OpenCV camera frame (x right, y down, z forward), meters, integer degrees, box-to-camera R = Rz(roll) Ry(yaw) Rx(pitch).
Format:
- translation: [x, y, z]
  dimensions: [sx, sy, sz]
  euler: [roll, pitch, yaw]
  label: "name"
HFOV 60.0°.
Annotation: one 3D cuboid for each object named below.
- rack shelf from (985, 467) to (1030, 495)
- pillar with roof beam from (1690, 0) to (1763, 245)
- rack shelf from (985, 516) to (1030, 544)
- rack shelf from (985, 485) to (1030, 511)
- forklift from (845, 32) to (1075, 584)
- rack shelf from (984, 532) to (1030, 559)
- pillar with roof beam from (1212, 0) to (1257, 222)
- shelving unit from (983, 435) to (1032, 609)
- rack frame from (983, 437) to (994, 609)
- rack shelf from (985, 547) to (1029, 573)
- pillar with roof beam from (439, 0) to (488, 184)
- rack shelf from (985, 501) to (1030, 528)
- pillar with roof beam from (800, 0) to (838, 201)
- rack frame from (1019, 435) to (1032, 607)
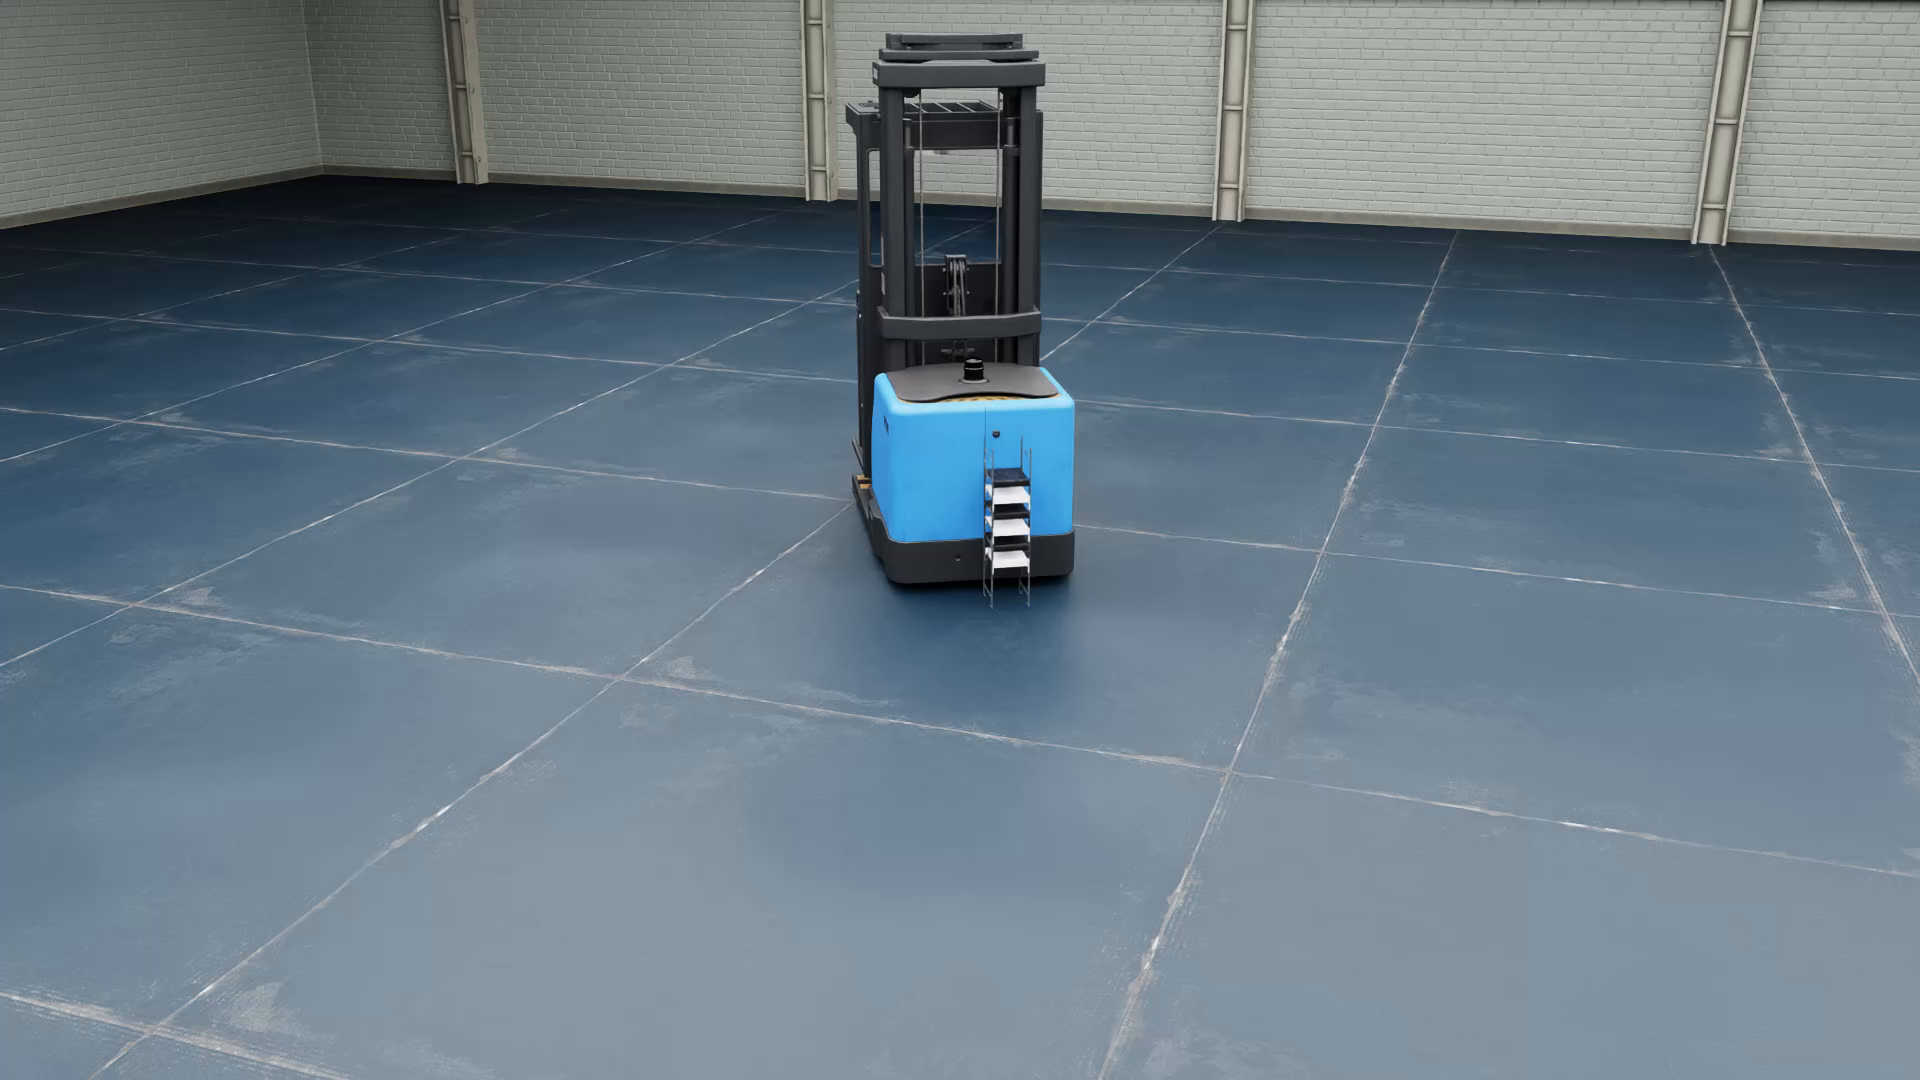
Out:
- translation: [0.252, -0.318, 8.903]
  dimensions: [0.200, 0.077, 0.258]
  euler: [-3, 20, -10]
  label: "rack shelf"
- translation: [7.898, -6.615, 15.383]
  dimensions: [0.400, 9.000, 9.100]
  euler: [7, 20, 18]
  label: "pillar with roof beam"
- translation: [0.252, -0.063, 8.992]
  dimensions: [0.200, 0.077, 0.258]
  euler: [-3, 20, -10]
  label: "rack shelf"
- translation: [0.252, -0.233, 8.933]
  dimensions: [0.200, 0.077, 0.258]
  euler: [-3, 20, -10]
  label: "rack shelf"
- translation: [-0.099, -1.589, 10.182]
  dimensions: [1.130, 2.935, 3.031]
  euler: [-3, 19, -9]
  label: "forklift"
- translation: [0.252, 0.022, 9.022]
  dimensions: [0.200, 0.077, 0.258]
  euler: [-3, 20, -10]
  label: "rack shelf"
- translation: [2.230, -7.263, 17.242]
  dimensions: [0.400, 9.000, 9.100]
  euler: [7, 20, 18]
  label: "pillar with roof beam"
- translation: [0.252, -0.095, 8.981]
  dimensions: [0.210, 0.900, 0.258]
  euler: [-3, 20, -10]
  label: "shelving unit"
- translation: [0.152, -0.089, 8.964]
  dimensions: [0.006, 0.900, 0.240]
  euler: [-3, 20, -10]
  label: "rack frame"
- translation: [0.252, 0.107, 9.051]
  dimensions: [0.200, 0.077, 0.258]
  euler: [-3, 20, -10]
  label: "rack shelf"
- translation: [-9.106, -8.560, 20.960]
  dimensions: [0.400, 9.000, 9.100]
  euler: [7, 20, 18]
  label: "pillar with roof beam"
- translation: [0.252, -0.148, 8.962]
  dimensions: [0.200, 0.077, 0.258]
  euler: [-3, 20, -10]
  label: "rack shelf"
- translation: [-3.438, -7.911, 19.101]
  dimensions: [0.400, 9.000, 9.100]
  euler: [7, 20, 18]
  label: "pillar with roof beam"
- translation: [0.352, -0.101, 8.998]
  dimensions: [0.006, 0.900, 0.240]
  euler: [-3, 20, -10]
  label: "rack frame"
